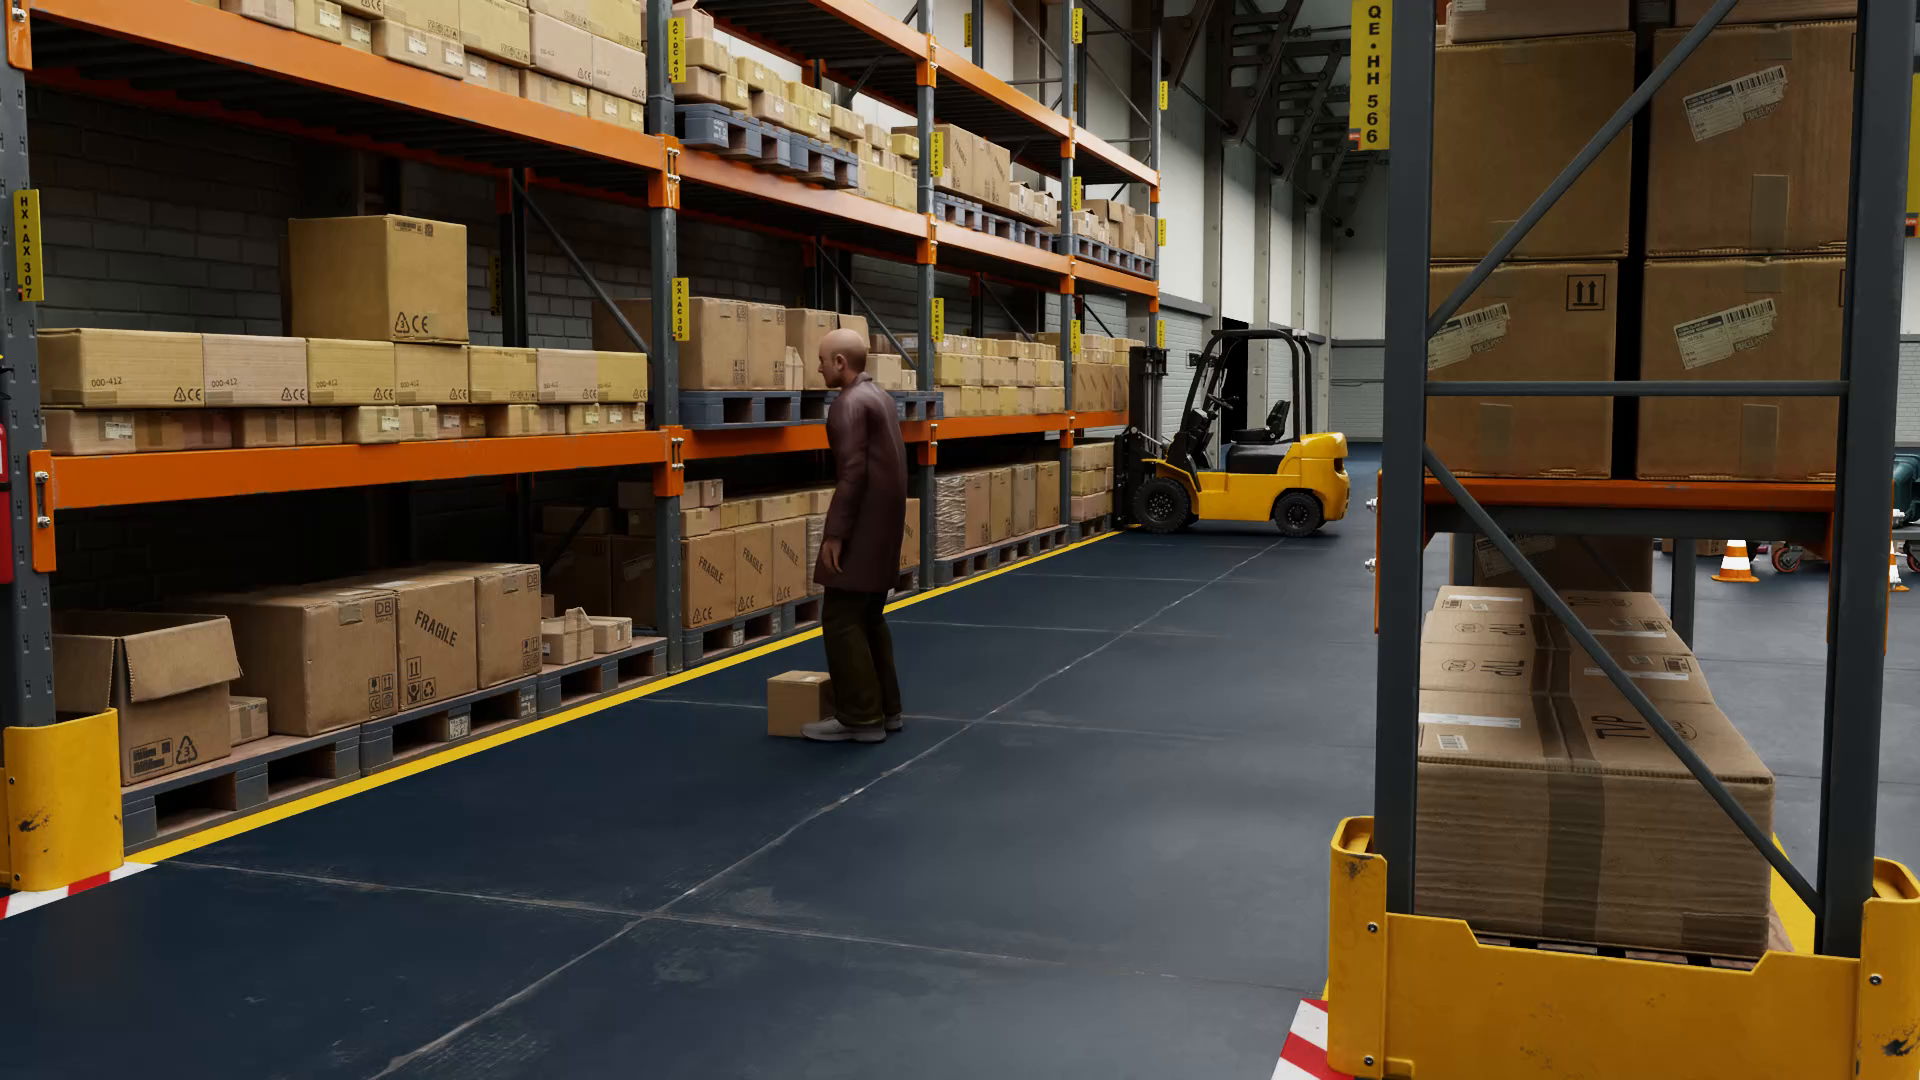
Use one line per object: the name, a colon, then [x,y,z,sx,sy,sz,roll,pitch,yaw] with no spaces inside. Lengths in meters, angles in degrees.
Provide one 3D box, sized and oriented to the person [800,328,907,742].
person: [-0.449,-0.024,7.214,0.429,1.772,0.645,1,5,15]
